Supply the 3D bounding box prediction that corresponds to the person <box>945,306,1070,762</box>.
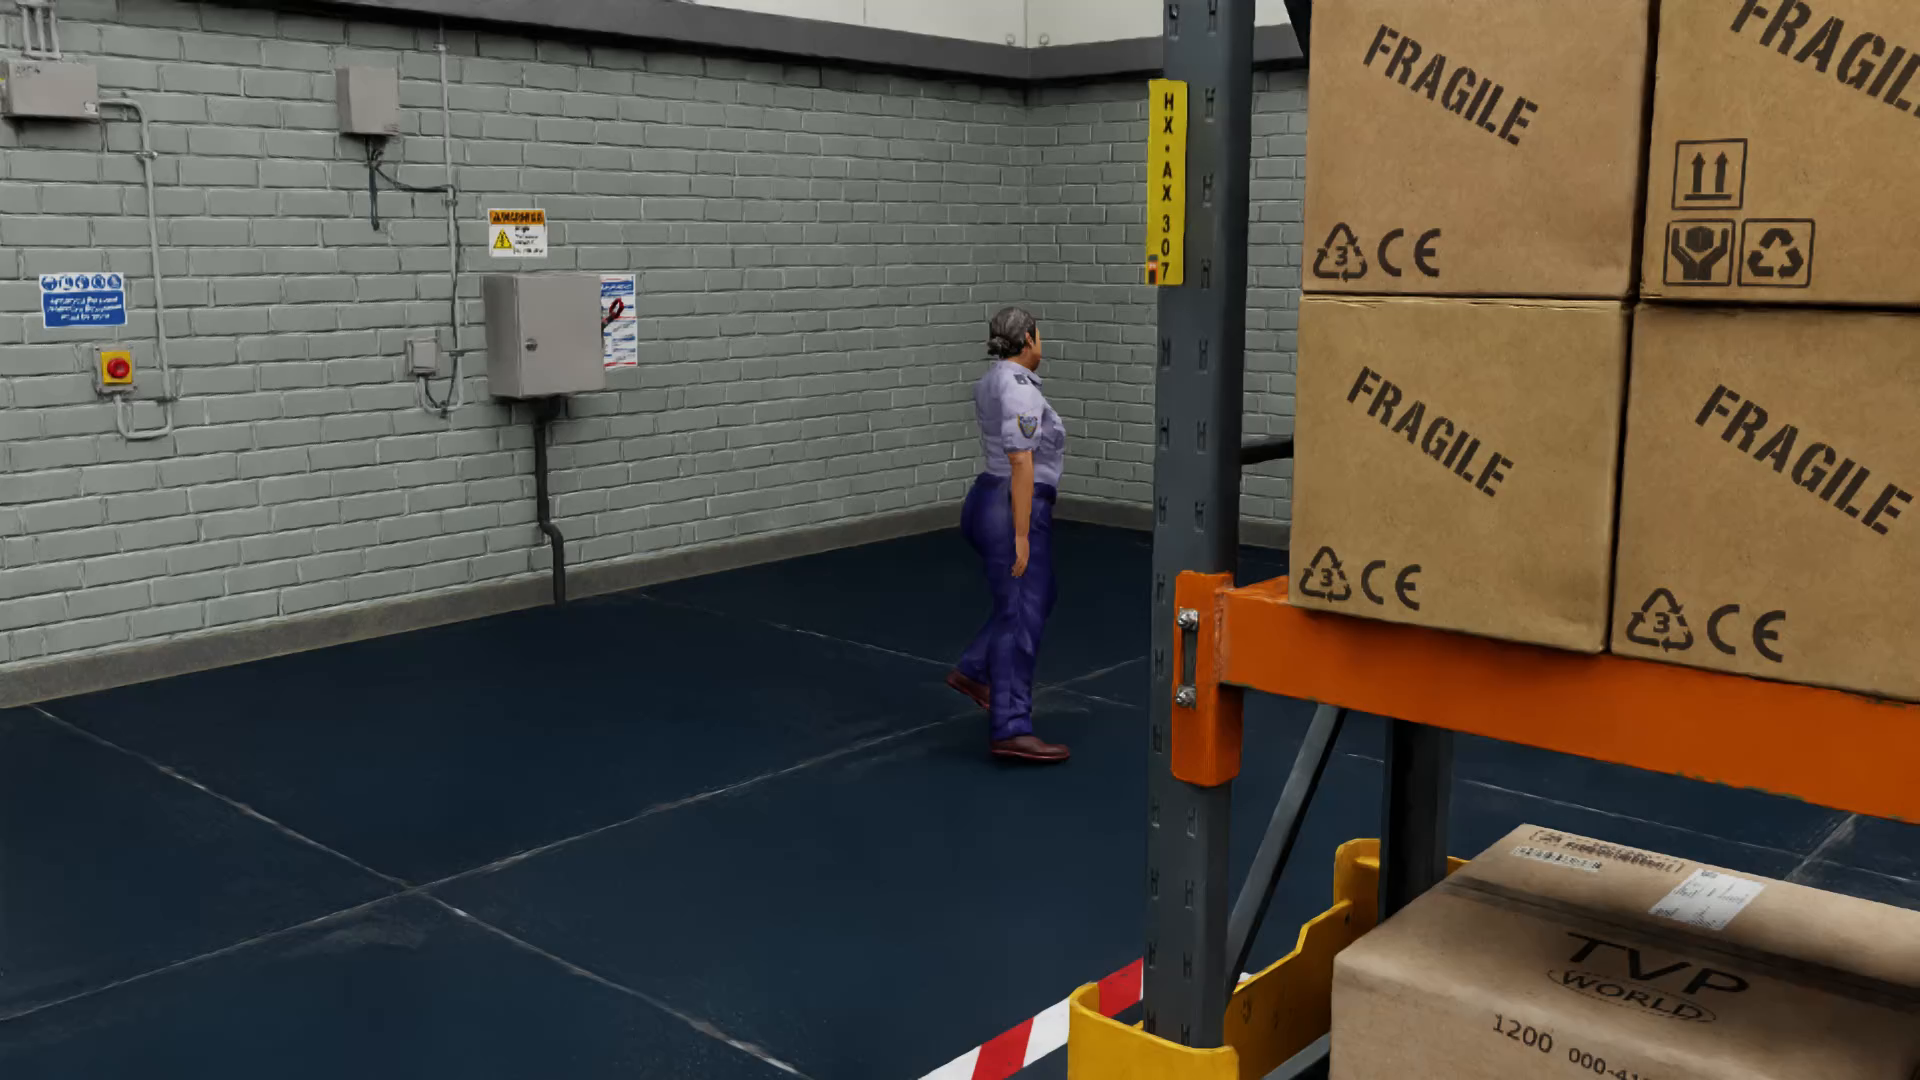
[{"bbox_3d":[0.247,-0.040,6.168,0.437,1.633,0.635,-3,11,-18],"label":"person"}]
